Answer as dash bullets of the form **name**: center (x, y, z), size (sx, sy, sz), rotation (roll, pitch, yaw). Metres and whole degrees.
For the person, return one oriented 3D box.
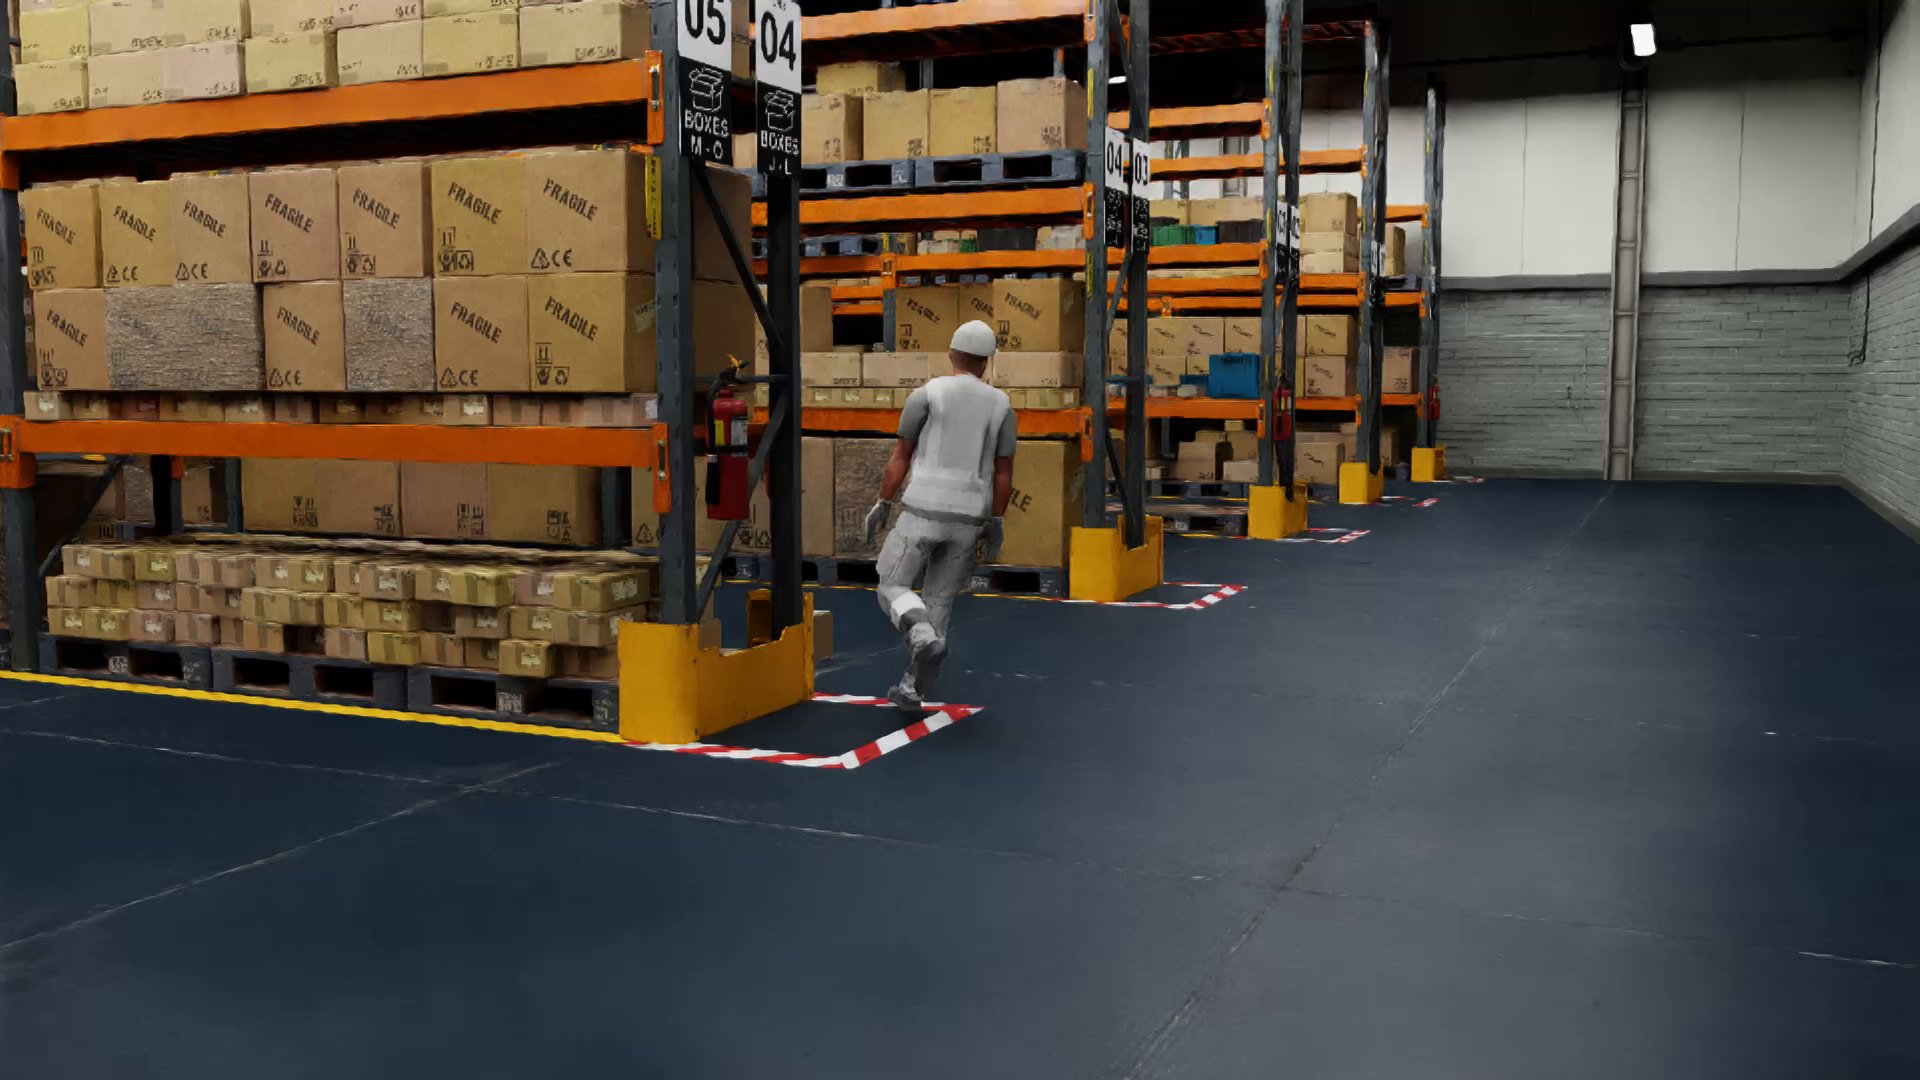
- **person**: center (-0.073, -0.094, 7.412), size (0.684, 1.762, 0.683), rotation (-2, 6, -18)
